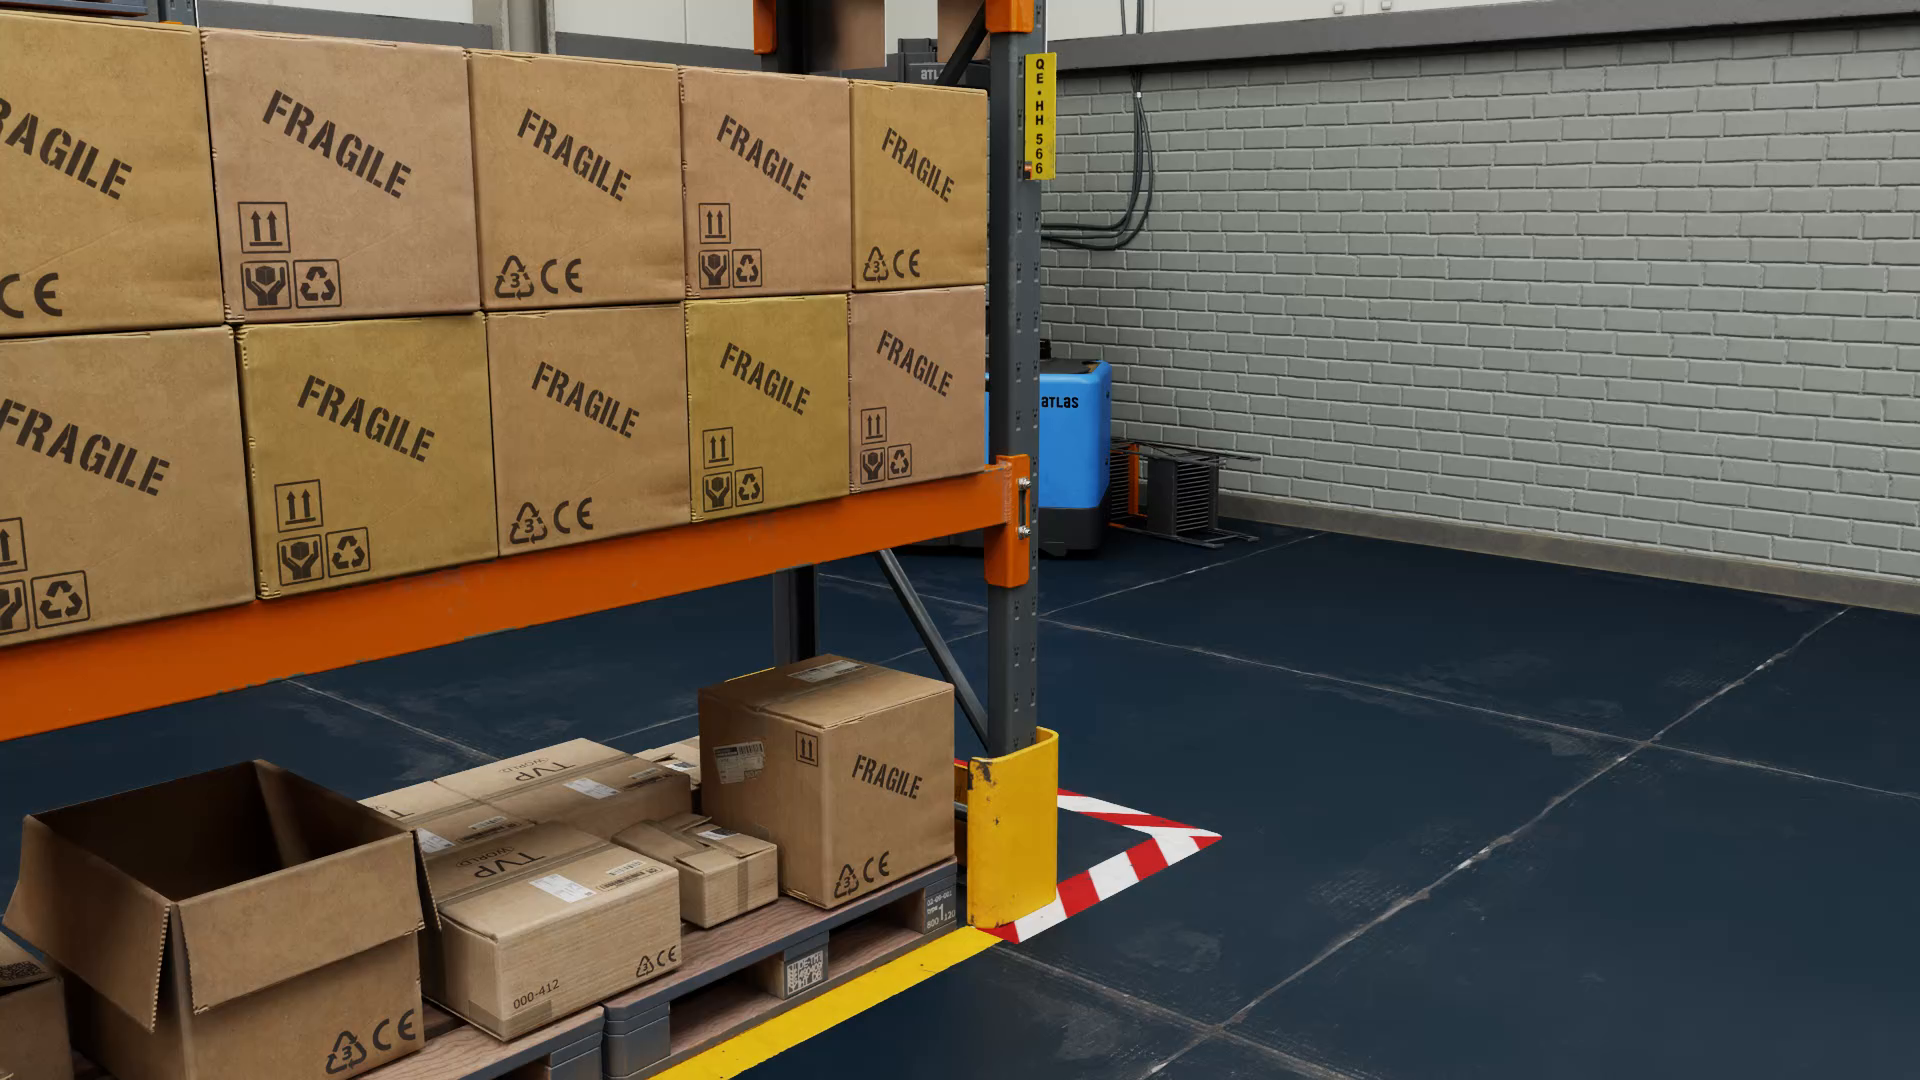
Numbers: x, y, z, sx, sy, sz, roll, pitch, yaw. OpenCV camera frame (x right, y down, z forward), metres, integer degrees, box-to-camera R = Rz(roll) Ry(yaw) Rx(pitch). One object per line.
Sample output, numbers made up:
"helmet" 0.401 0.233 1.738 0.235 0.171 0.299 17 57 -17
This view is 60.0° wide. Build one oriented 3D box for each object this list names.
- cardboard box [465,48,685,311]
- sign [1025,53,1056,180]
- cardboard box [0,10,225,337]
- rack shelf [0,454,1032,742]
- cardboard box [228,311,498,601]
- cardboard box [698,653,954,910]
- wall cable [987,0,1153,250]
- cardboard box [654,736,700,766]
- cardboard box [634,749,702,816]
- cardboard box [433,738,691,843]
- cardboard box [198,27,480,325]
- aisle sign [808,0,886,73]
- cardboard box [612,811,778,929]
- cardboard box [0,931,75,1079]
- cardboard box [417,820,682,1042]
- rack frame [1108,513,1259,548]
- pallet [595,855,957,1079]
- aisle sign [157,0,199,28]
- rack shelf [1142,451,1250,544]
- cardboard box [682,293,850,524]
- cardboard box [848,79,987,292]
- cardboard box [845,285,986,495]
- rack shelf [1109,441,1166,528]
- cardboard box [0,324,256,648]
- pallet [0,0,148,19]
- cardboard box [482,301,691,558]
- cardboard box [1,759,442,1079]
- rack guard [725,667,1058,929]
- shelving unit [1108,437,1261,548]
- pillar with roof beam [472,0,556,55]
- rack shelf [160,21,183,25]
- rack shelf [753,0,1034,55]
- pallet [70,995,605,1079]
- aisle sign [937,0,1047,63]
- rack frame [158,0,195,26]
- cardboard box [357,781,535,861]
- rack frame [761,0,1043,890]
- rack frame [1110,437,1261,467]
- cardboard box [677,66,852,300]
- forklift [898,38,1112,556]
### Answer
"cardboard box" -0.949 -0.765 3.573 0.500 0.500 0.500 10 15 42
"sign" 0.214 -1.126 4.426 0.100 0.325 0.005 10 15 40
"cardboard box" -1.628 -0.613 2.813 0.500 0.500 0.500 9 15 39
"rack shelf" -1.510 0.169 3.541 1.077 0.370 4.000 10 15 40
"cardboard box" -1.287 -0.202 3.309 0.500 0.500 0.500 9 15 40
"cardboard box" -0.364 0.644 4.586 0.500 0.500 0.500 10 15 40
"wall cable" 0.088 -3.323 11.799 3.097 2.526 0.112 10 15 40
"cardboard box" -0.725 0.722 5.094 0.380 0.149 0.250 10 15 40
"cardboard box" -0.890 0.750 4.908 0.380 0.166 0.250 10 15 40
"cardboard box" -1.092 0.772 4.585 0.500 0.250 0.500 10 15 40
"cardboard box" -1.288 -0.689 3.194 0.500 0.500 0.500 10 15 42
"aisle sign" -0.366 -1.800 4.930 0.394 0.787 0.004 10 15 40
"cardboard box" -0.699 0.856 4.378 0.380 0.166 0.250 10 15 40
"cardboard box" -2.172 0.983 3.374 0.500 0.311 0.500 10 15 40
"cardboard box" -1.014 0.903 3.930 0.500 0.250 0.500 10 15 40
"rack frame" 1.005 -0.136 10.802 0.400 0.015 2.100 -9 14 -38
"pallet" -0.766 1.019 4.573 1.003 0.211 1.213 10 15 40
"aisle sign" -3.641 -2.364 7.752 0.394 0.787 0.004 10 15 40
"rack shelf" 1.450 -0.273 10.209 0.431 0.480 0.518 -9 14 -38
"cardboard box" -0.621 -0.349 4.044 0.500 0.500 0.500 10 15 41
"cardboard box" -0.277 -0.916 4.330 0.500 0.500 0.500 10 15 40
"cardboard box" -0.281 -0.426 4.428 0.500 0.500 0.500 10 15 42
"rack shelf" 1.012 -0.373 10.746 0.431 0.480 0.518 -9 14 -38
"cardboard box" -1.622 -0.127 2.933 0.500 0.500 0.500 10 15 40
"pallet" -4.395 -2.434 7.310 1.003 0.211 1.213 10 15 40
"cardboard box" -0.954 -0.276 3.680 0.500 0.500 0.500 10 15 41
"cardboard box" -1.594 0.842 3.586 0.797 0.503 0.637 10 15 40
"rack guard" -0.240 0.759 5.133 1.175 0.500 0.348 10 15 40
"shelving unit" 1.004 -0.375 10.756 0.431 0.503 2.100 -9 14 -38
"pillar with roof beam" 0.453 -4.012 7.322 9.100 9.000 0.400 10 15 40
"rack shelf" -5.234 -1.941 6.451 1.077 0.370 4.000 10 15 40
"rack shelf" -1.510 -1.302 3.247 1.077 0.370 4.000 10 15 40
"pallet" -1.571 1.197 3.679 1.003 0.211 1.213 10 15 40
"aisle sign" 0.085 -1.723 4.541 0.394 0.787 0.004 10 15 40
"rack frame" -3.914 -1.118 8.148 1.000 3.000 0.127 10 15 40
"cardboard box" -1.422 0.845 4.217 0.500 0.250 0.500 10 15 40
"rack frame" -0.190 -0.478 4.944 1.000 3.000 0.127 10 15 40
"rack frame" 1.002 -0.615 10.710 0.400 0.015 2.100 -9 14 -38
"cardboard box" -0.610 -0.841 3.958 0.500 0.500 0.500 10 15 42
"forklift" -0.614 -1.458 10.025 3.031 2.935 1.130 2 11 9
